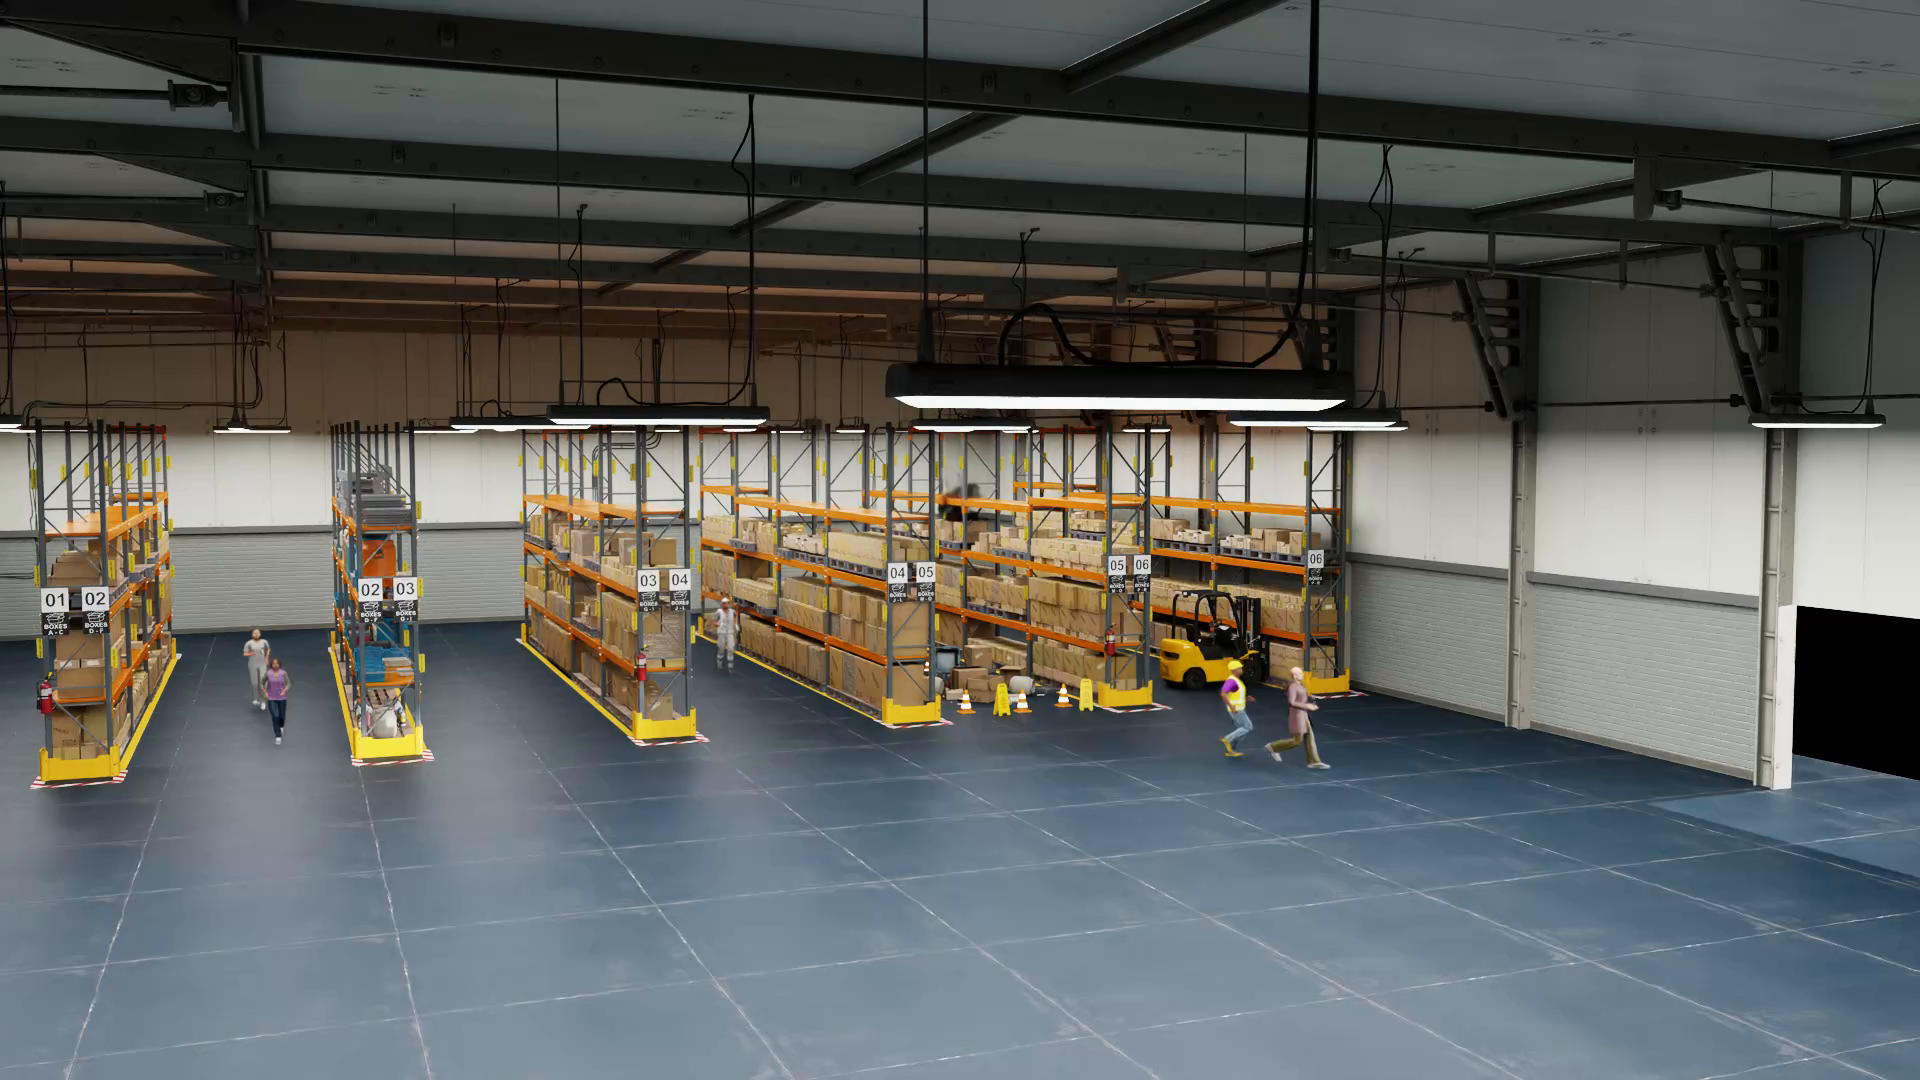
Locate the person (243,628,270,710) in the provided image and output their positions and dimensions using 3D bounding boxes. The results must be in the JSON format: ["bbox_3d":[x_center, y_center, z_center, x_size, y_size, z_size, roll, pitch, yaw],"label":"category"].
[{"bbox_3d":[-14.776,2.699,34.976,0.547,1.723,0.716,-2,4,-30],"label":"person"}]

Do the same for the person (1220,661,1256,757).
[{"bbox_3d":[4.958,3.007,29.572,0.586,1.723,0.691,1,4,15],"label":"person"}]

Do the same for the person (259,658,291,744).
[{"bbox_3d":[-12.798,2.952,31.100,0.548,1.510,0.670,-2,4,-27],"label":"person"}]

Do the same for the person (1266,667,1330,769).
[{"bbox_3d":[5.817,3.051,28.556,1.079,1.742,0.724,1,4,22],"label":"person"}]

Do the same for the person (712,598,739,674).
[{"bbox_3d":[-5.685,2.310,40.315,0.683,1.844,0.817,-1,4,-22],"label":"person"}]
